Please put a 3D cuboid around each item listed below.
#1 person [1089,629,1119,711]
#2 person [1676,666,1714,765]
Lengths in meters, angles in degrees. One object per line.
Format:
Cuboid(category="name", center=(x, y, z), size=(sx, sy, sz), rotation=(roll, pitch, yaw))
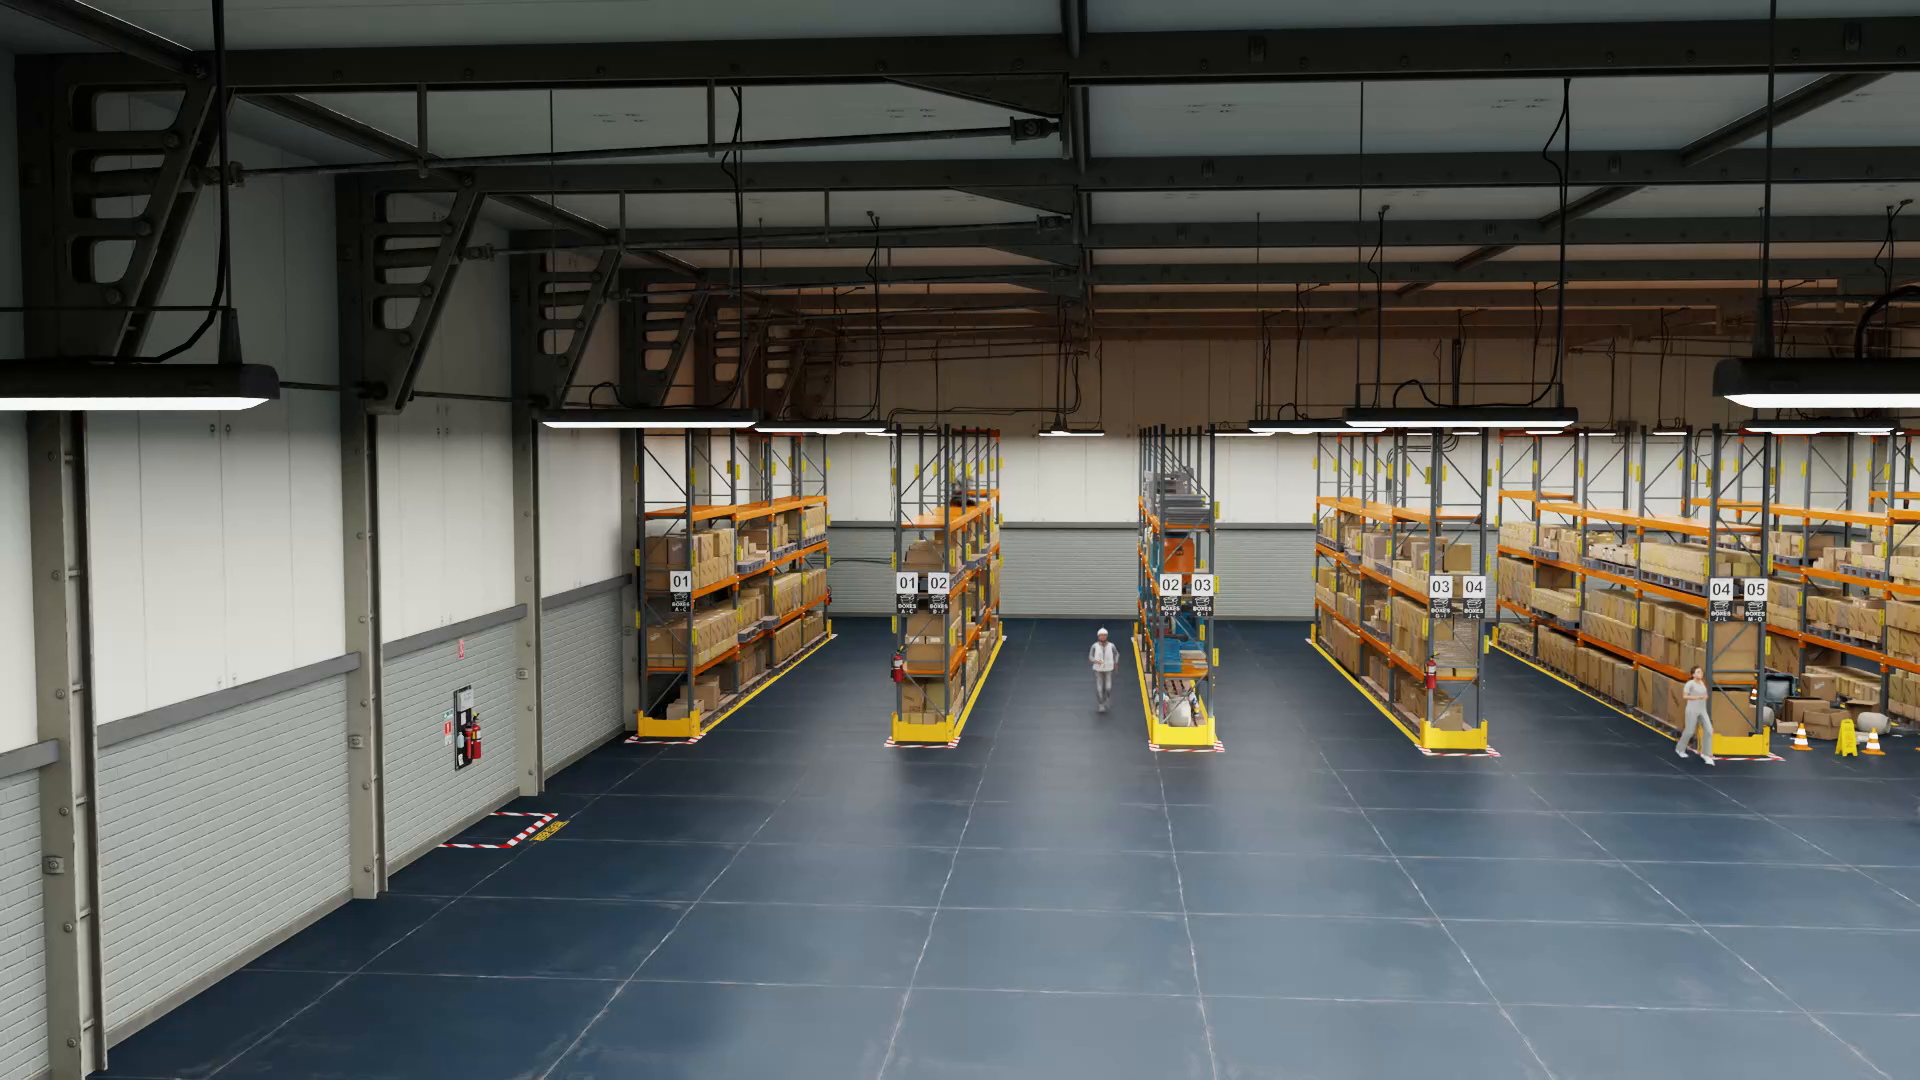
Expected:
Cuboid(category="person", center=(3.018, 2.728, 34.868), size=(0.645, 1.732, 0.592), rotation=(0, 3, 4))
Cuboid(category="person", center=(13.030, 3.090, 29.489), size=(0.566, 1.734, 0.719), rotation=(-1, 4, -19))
